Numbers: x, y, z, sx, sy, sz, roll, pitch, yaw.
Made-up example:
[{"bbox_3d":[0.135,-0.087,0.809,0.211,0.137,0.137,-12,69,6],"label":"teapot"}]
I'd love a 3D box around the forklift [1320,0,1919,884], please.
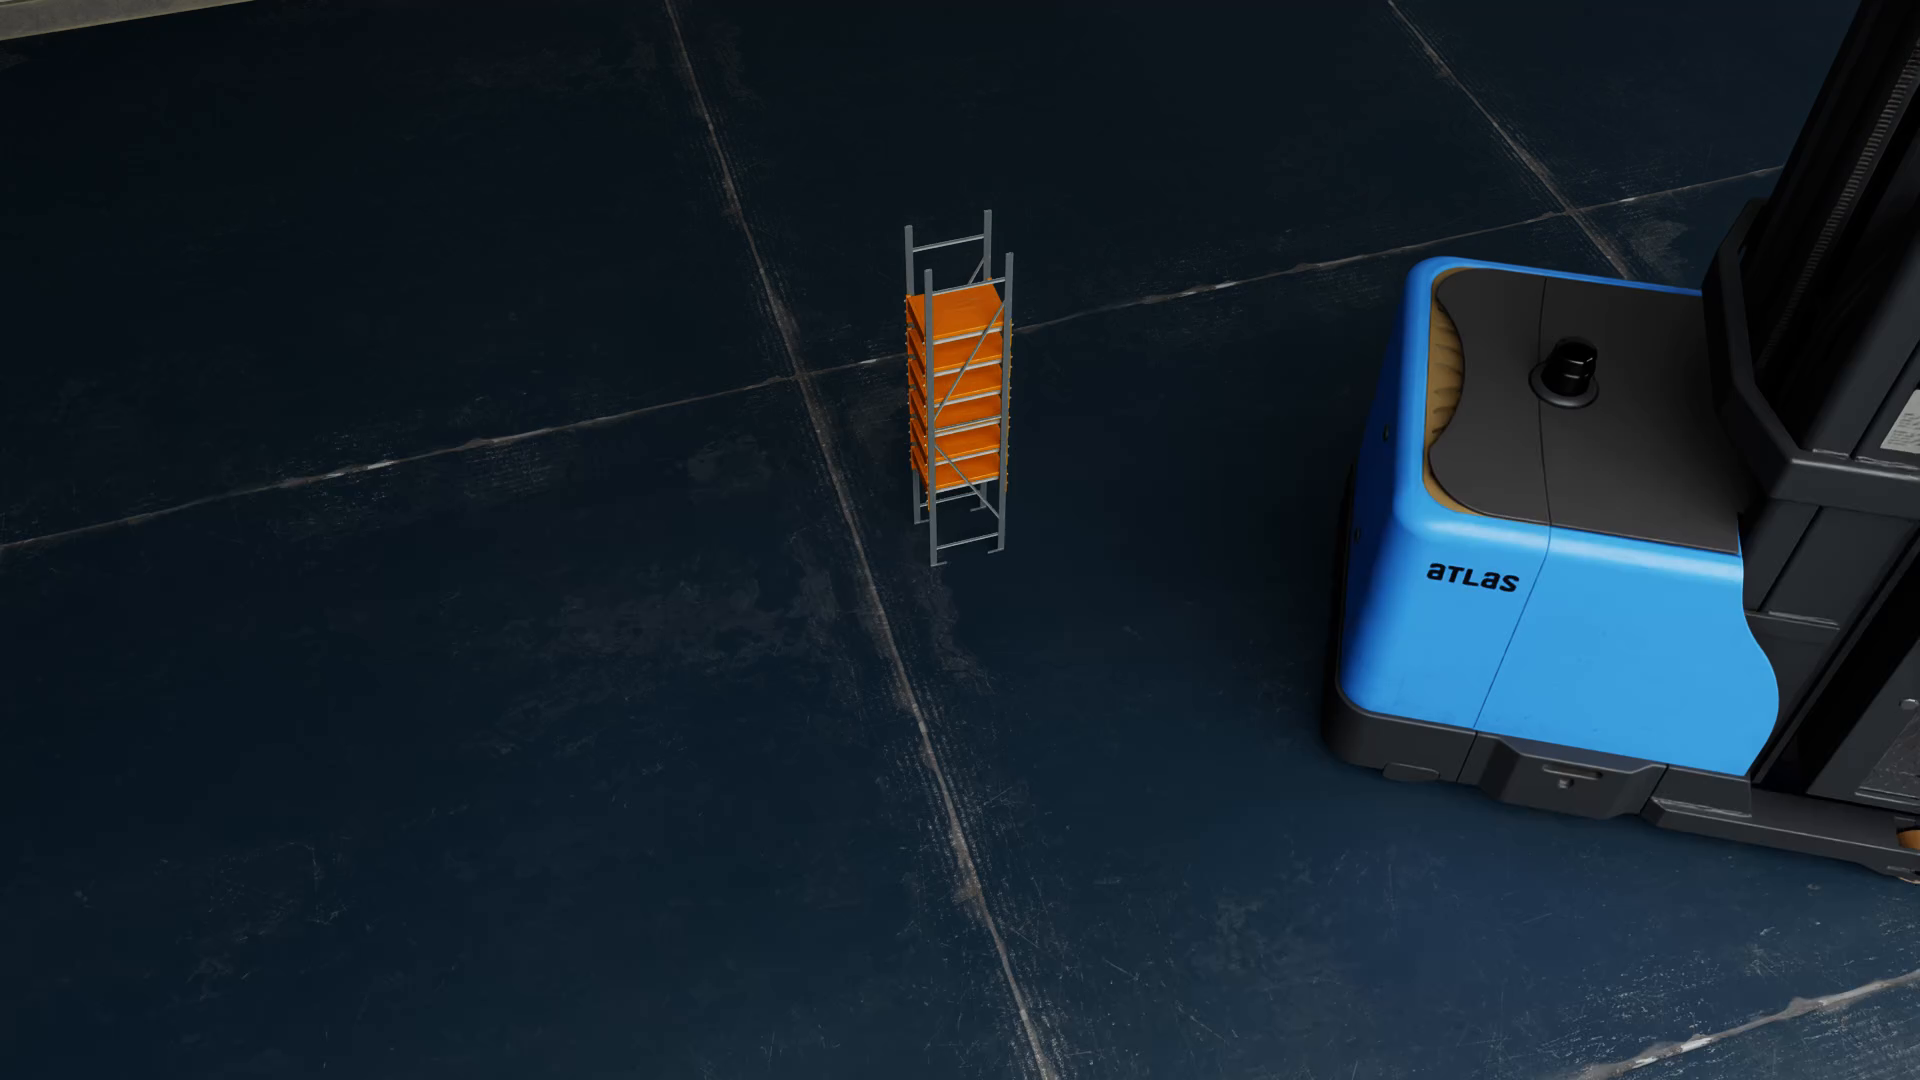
[{"bbox_3d":[2.589,-0.438,3.702,3.031,2.935,1.130,9,51,8],"label":"forklift"}]

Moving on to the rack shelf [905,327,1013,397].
[{"bbox_3d":[-0.004,-0.523,4.651,0.258,0.103,0.180,-13,51,-11],"label":"rack shelf"}]

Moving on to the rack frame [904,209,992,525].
[{"bbox_3d":[-0.031,-0.464,4.857,0.240,1.200,0.006,-13,51,-11],"label":"rack frame"}]

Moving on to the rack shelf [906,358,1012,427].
[{"bbox_3d":[-0.004,-0.446,4.742,0.258,0.103,0.180,-13,51,-11],"label":"rack shelf"}]

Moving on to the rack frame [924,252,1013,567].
[{"bbox_3d":[0.023,-0.330,4.744,0.240,1.200,0.006,-13,51,-11],"label":"rack frame"}]

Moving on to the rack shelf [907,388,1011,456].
[{"bbox_3d":[-0.004,-0.369,4.834,0.258,0.103,0.180,-13,51,-11],"label":"rack shelf"}]

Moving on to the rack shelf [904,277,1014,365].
[{"bbox_3d":[-0.004,-0.601,4.559,0.258,0.103,0.180,-13,51,-11],"label":"rack shelf"}]

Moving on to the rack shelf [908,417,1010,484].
[{"bbox_3d":[-0.004,-0.291,4.926,0.258,0.103,0.180,-13,51,-11],"label":"rack shelf"}]

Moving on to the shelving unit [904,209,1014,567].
[{"bbox_3d":[-0.004,-0.397,4.800,0.258,1.200,0.189,-13,51,-11],"label":"shelving unit"}]

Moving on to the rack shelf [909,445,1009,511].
[{"bbox_3d":[-0.004,-0.214,5.018,0.258,0.103,0.180,-13,51,-11],"label":"rack shelf"}]
